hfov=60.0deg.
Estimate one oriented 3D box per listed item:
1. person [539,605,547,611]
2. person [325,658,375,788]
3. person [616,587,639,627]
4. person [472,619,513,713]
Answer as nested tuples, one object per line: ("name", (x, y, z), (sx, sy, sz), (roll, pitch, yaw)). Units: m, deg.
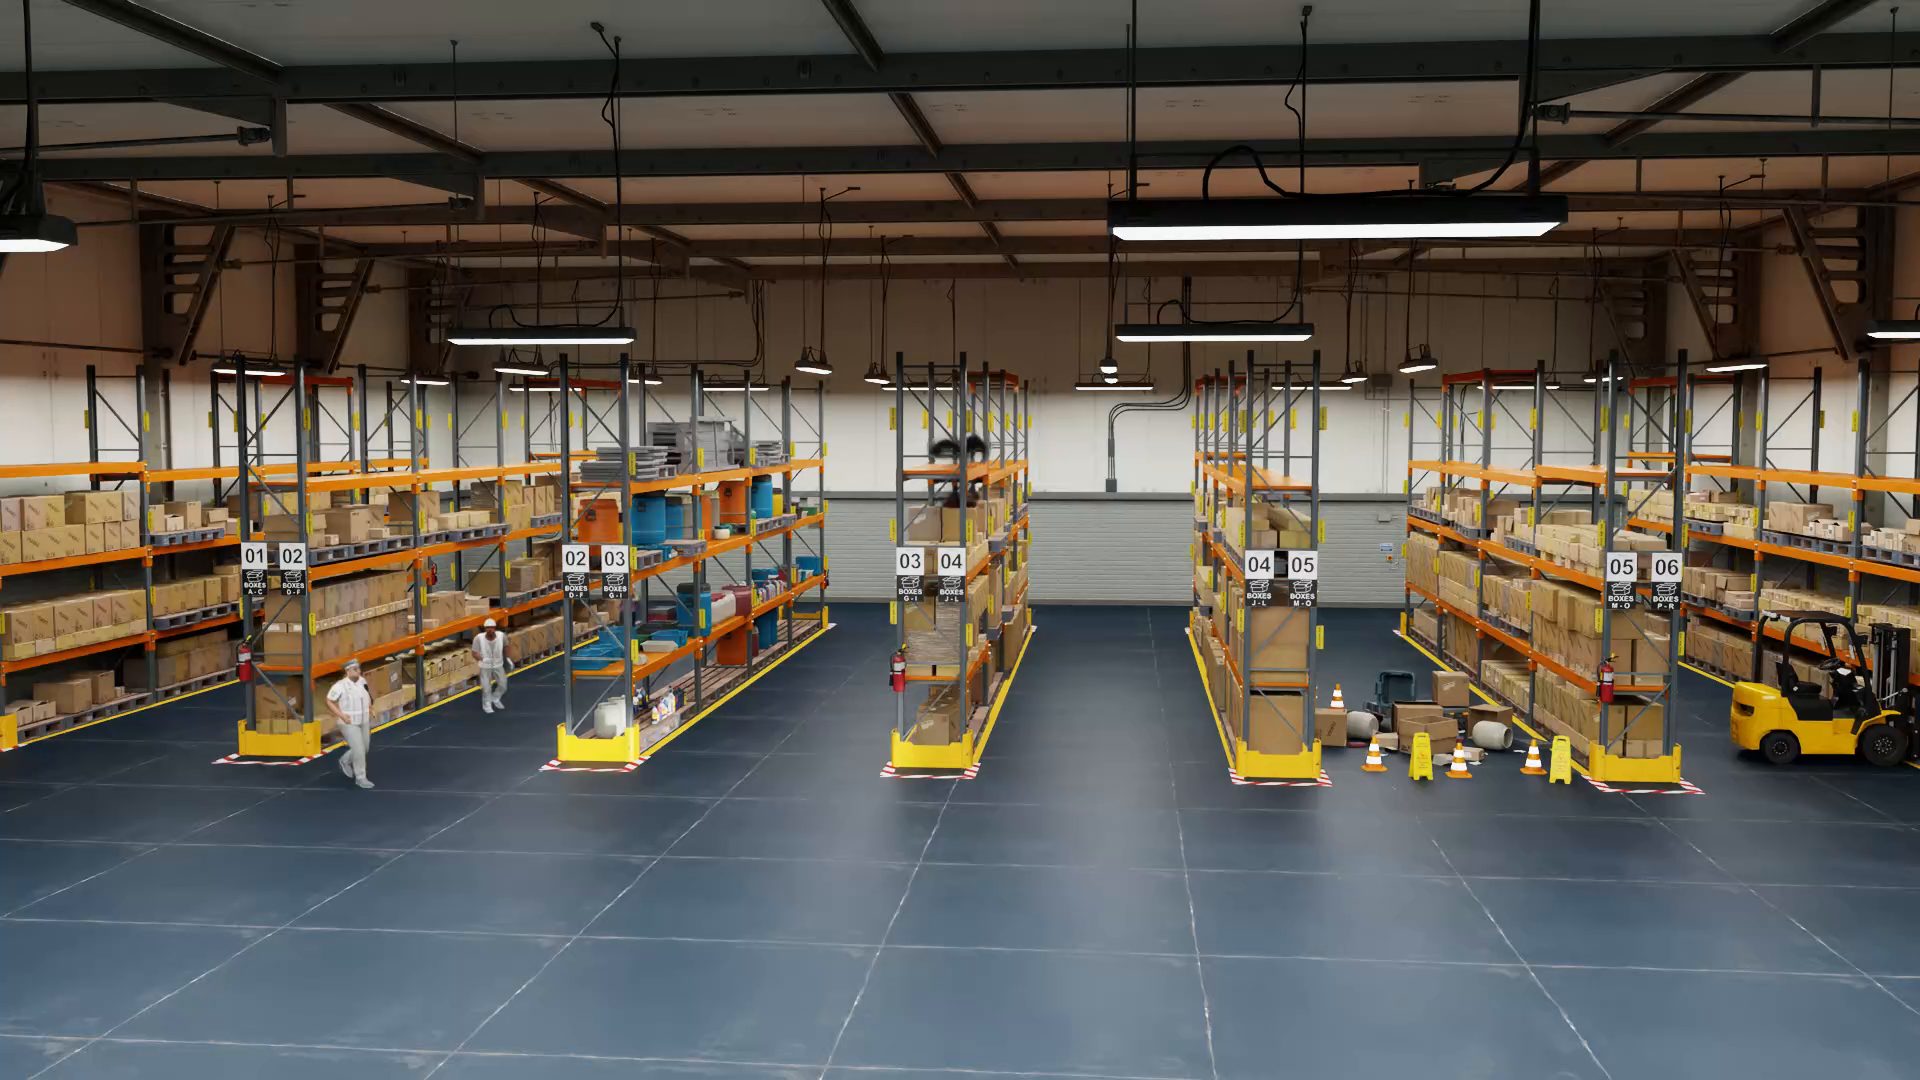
("person", (-10.869, 1.183, 42.575), (1.167, 1.541, 0.646), (3, 5, 33))
("person", (-8.390, 2.503, 22.900), (0.780, 1.778, 0.678), (2, 5, 28))
("person", (-7.314, 1.585, 36.551), (0.541, 1.593, 0.887), (0, 4, -2))
("person", (-7.971, 2.158, 28.353), (0.704, 1.667, 0.766), (-2, 5, -27))
